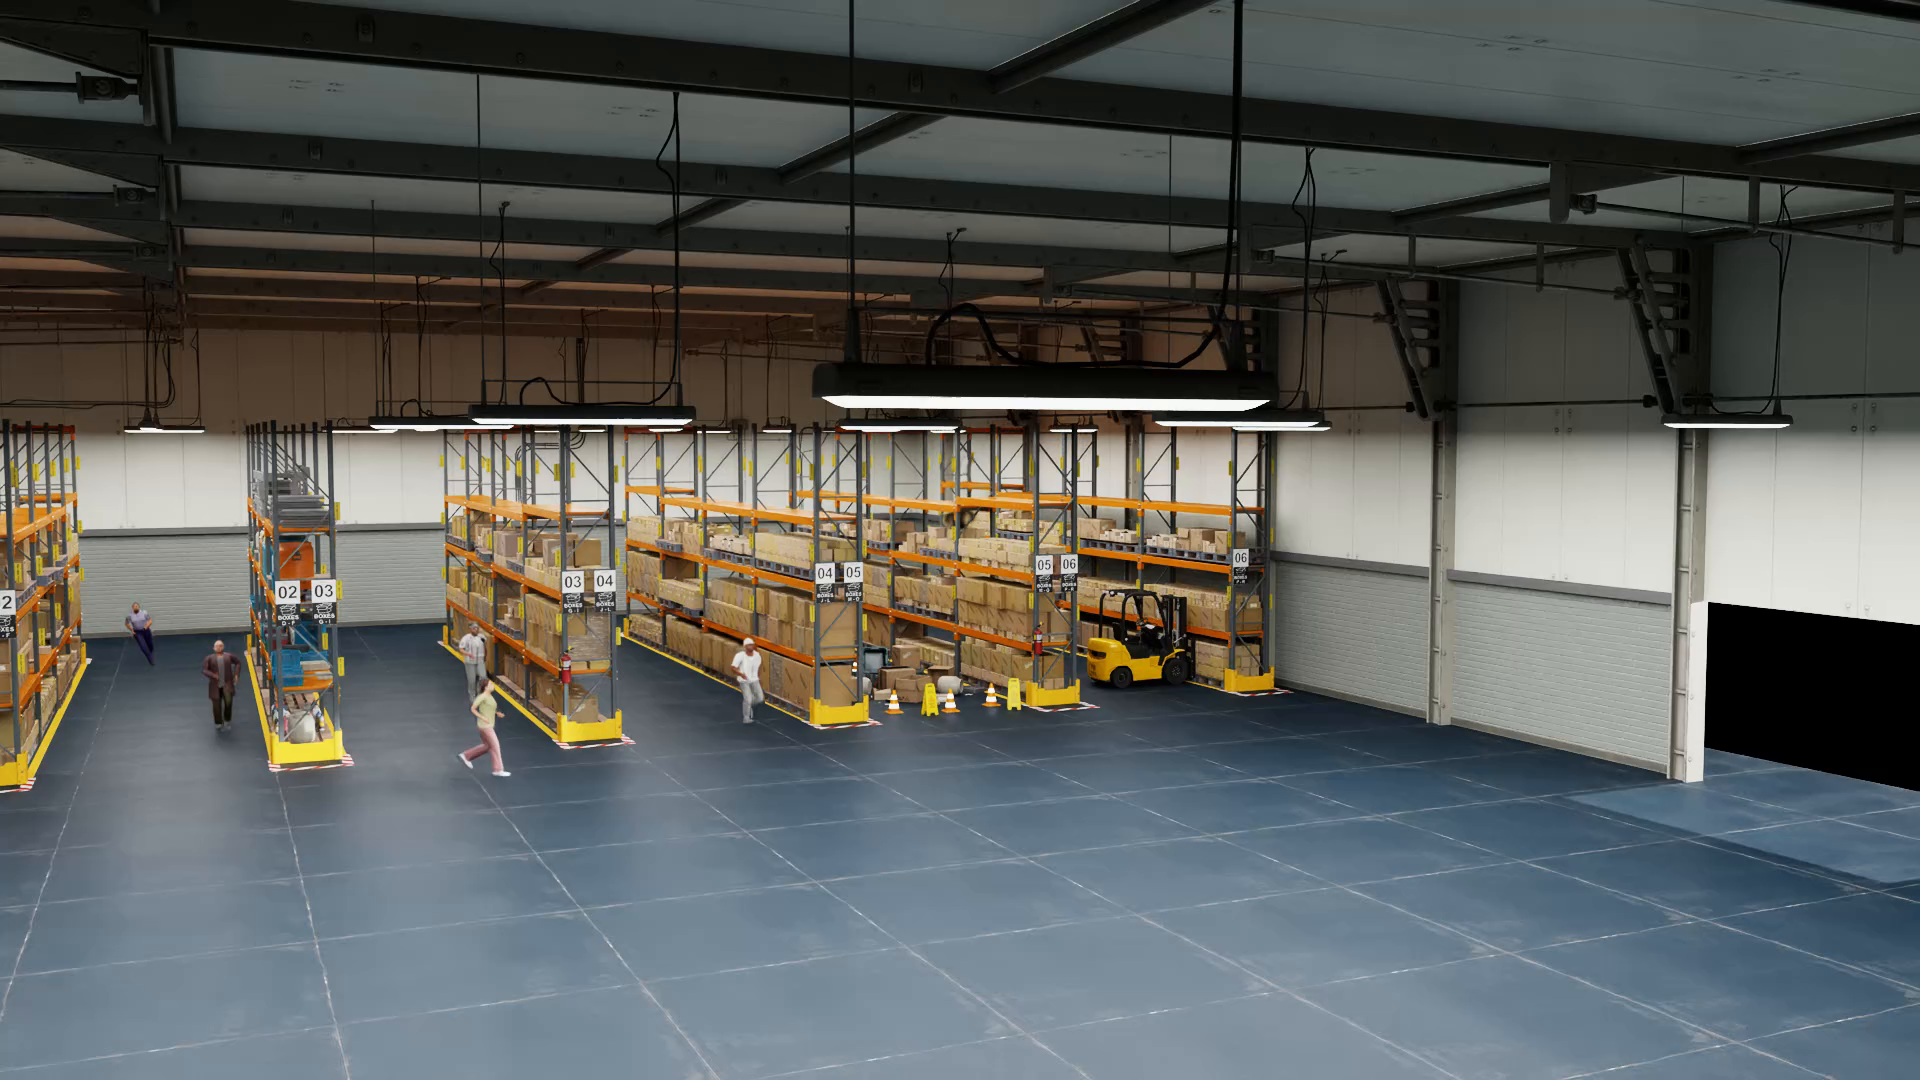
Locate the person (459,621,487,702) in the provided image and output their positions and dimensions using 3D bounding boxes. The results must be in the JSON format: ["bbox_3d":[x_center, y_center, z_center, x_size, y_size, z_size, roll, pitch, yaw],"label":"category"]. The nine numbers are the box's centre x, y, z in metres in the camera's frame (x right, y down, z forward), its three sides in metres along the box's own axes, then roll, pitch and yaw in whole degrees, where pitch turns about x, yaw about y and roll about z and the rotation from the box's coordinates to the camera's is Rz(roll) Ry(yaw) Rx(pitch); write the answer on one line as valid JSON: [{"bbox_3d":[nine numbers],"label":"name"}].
[{"bbox_3d":[-10.403,2.624,35.684,0.660,1.776,0.649,-2,4,-31],"label":"person"}]

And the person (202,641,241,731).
[{"bbox_3d":[-14.280,2.826,32.160,0.684,1.763,0.765,-1,4,-23],"label":"person"}]

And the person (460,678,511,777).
[{"bbox_3d":[-8.016,3.151,27.966,0.885,1.668,0.584,0,4,2],"label":"person"}]

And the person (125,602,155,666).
[{"bbox_3d":[-20.544,2.350,41.668,0.660,1.579,0.786,-2,4,-33],"label":"person"}]

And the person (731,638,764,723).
[{"bbox_3d":[-4.190,2.805,33.077,0.728,1.725,0.611,-3,4,-37],"label":"person"}]
